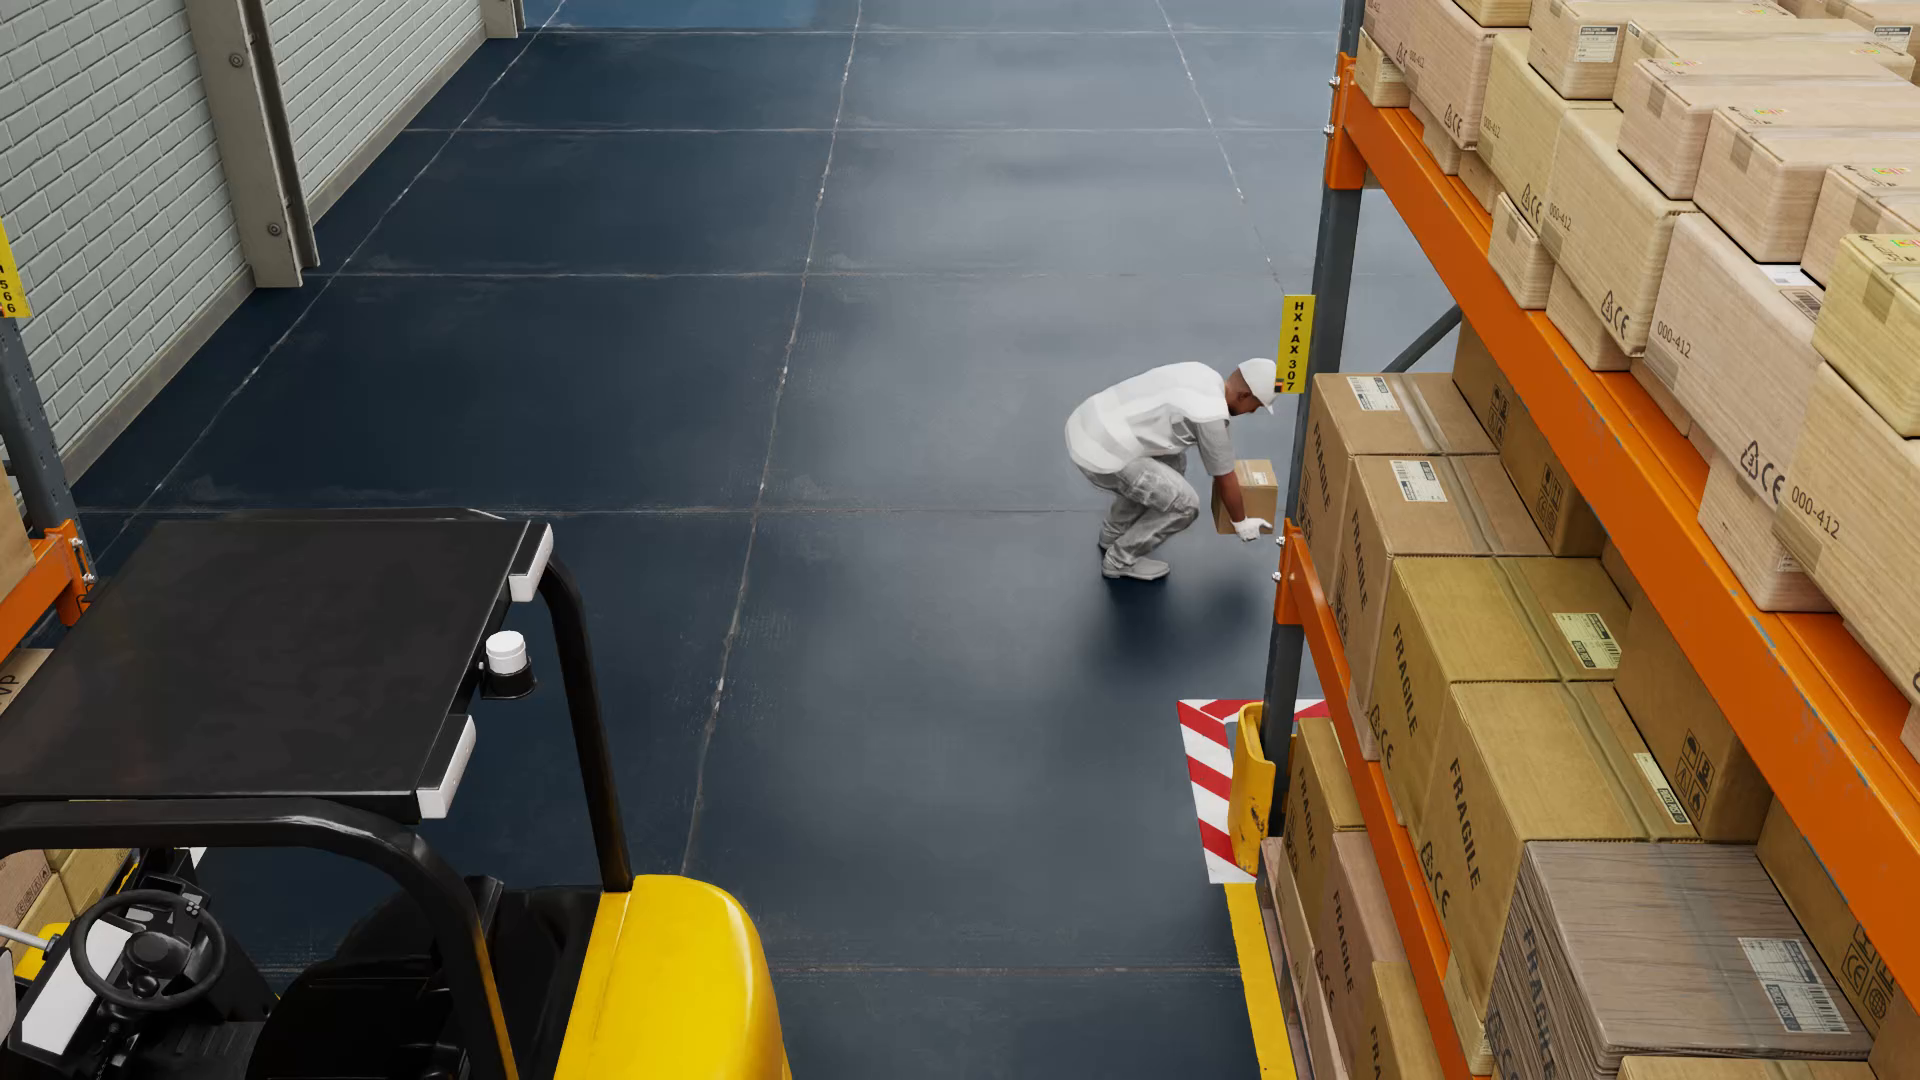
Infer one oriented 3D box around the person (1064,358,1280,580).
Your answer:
[{"bbox_3d":[0.940,-0.346,7.452,0.948,0.992,0.551,-1,31,-1],"label":"person"}]
